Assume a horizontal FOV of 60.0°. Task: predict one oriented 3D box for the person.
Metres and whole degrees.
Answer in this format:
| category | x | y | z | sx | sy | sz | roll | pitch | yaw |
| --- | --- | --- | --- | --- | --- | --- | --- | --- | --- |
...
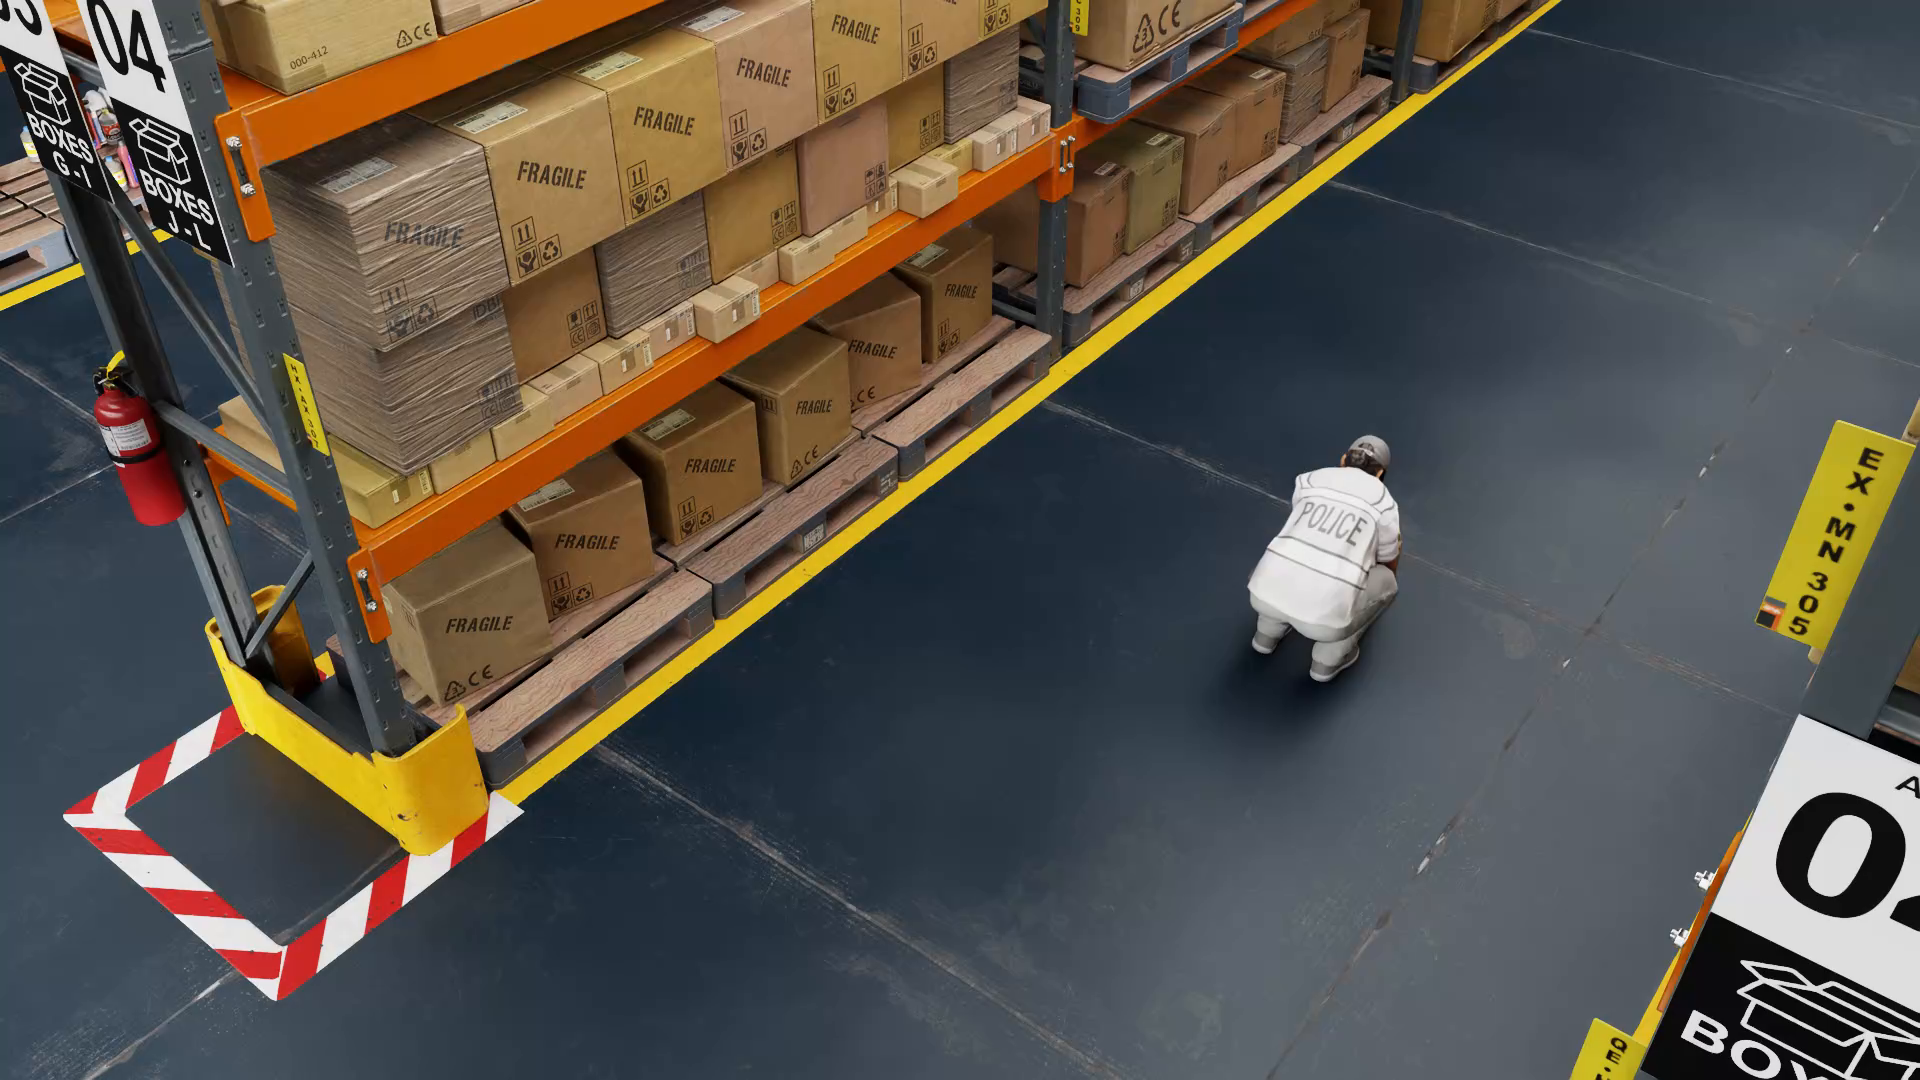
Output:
| category | x | y | z | sx | sy | sz | roll | pitch | yaw |
| --- | --- | --- | --- | --- | --- | --- | --- | --- | --- |
| person | 1.495 | 0.096 | 6.768 | 0.486 | 0.807 | 0.856 | 26 | 46 | 28 |
